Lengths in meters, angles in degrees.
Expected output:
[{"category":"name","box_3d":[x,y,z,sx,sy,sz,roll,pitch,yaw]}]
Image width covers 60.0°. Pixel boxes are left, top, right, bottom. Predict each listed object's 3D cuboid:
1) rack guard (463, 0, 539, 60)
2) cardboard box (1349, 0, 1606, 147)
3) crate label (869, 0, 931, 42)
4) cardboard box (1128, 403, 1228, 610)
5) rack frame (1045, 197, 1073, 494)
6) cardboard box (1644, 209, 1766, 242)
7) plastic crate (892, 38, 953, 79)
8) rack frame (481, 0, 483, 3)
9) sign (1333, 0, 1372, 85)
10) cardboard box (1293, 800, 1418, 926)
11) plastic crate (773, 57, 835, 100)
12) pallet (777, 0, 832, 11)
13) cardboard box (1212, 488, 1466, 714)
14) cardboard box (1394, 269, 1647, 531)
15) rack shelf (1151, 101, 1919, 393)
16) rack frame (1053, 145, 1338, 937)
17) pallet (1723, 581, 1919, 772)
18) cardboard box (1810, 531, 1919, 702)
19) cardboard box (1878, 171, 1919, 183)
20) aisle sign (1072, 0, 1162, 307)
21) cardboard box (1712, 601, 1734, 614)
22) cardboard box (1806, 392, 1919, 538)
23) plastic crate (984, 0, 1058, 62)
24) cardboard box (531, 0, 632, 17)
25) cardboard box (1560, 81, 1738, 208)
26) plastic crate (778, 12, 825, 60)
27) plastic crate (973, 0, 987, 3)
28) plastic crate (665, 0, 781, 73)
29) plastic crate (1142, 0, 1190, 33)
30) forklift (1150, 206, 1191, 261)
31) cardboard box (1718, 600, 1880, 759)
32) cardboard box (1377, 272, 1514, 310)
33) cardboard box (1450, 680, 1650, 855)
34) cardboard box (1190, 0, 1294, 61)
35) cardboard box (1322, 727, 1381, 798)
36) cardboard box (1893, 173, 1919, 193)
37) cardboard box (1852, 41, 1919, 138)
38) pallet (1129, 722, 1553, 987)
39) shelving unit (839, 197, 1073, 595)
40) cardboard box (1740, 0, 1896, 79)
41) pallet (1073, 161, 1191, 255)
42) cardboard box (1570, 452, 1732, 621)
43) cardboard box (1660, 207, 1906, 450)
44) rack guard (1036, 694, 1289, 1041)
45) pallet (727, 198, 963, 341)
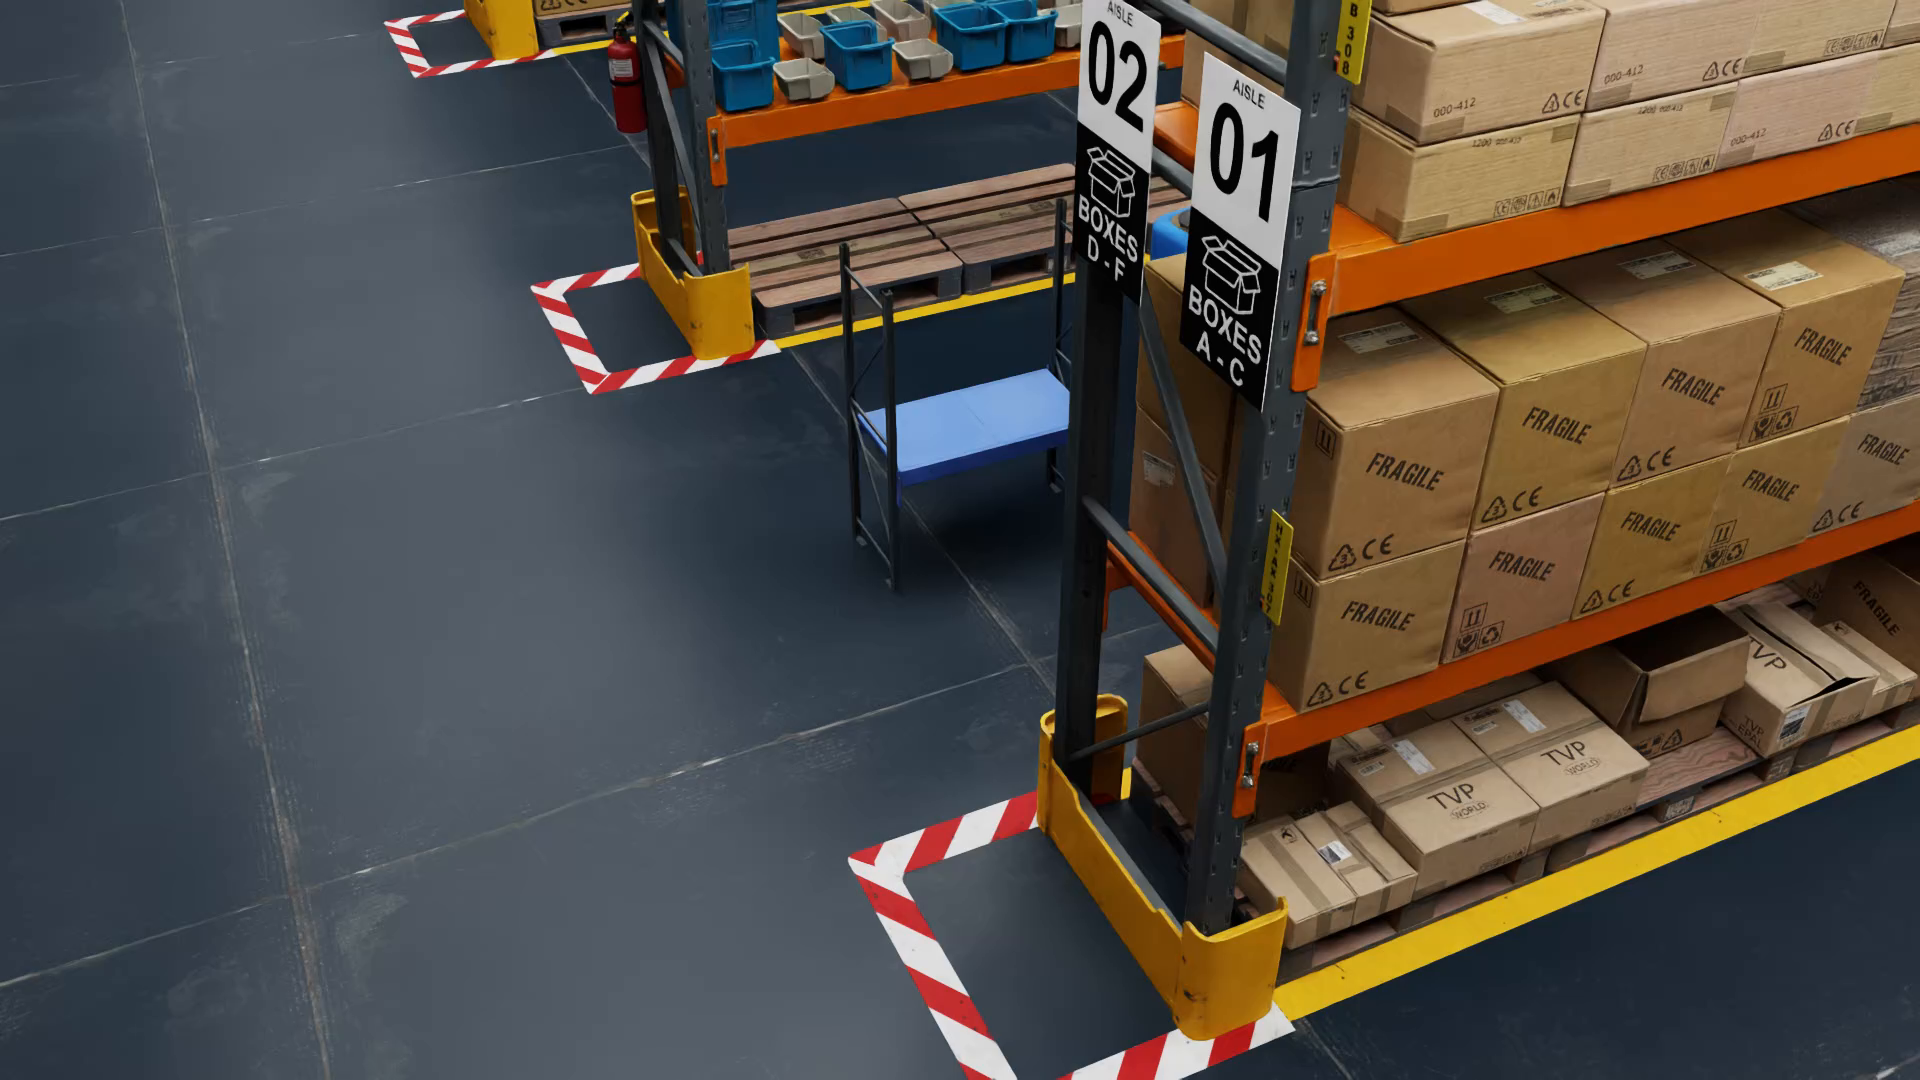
[{"category":"rack guard","box_3d":[-3.623,-4.203,12.997,0.348,0.500,1.175,-16,39,-20]},{"category":"cardboard box","box_3d":[1.180,-1.205,4.045,0.500,0.250,0.500,-16,39,-20]},{"category":"crate label","box_3d":[-0.326,-2.914,9.331,0.243,0.136,0.396,-16,39,-20]},{"category":"cardboard box","box_3d":[0.894,-0.170,5.378,0.500,0.500,0.500,-14,39,-19]},{"category":"rack frame","box_3d":[0.537,-0.753,7.506,0.032,1.500,0.500,-16,39,-20]},{"category":"cardboard box","box_3d":[2.279,-0.965,5.610,0.500,0.500,0.500,-14,39,-19]},{"category":"plastic crate","box_3d":[-0.194,-2.554,8.846,0.298,0.136,0.250,-16,39,-20]},{"category":"rack frame","box_3d":[-3.602,-5.213,12.261,0.127,3.000,1.000,-16,39,-20]},{"category":"sign","box_3d":[0.835,-1.133,3.508,0.005,0.325,0.100,-16,39,-20]},{"category":"cardboard box","box_3d":[1.355,1.107,5.748,0.250,0.166,0.380,-16,39,-20]},{"category":"plastic crate","box_3d":[-0.808,-2.382,8.614,0.298,0.136,0.250,-16,39,-20]},{"category":"pallet","box_3d":[-1.808,-4.644,13.835,1.213,0.211,1.003,-16,39,-20]},{"category":"cardboard box","box_3d":[1.118,0.120,4.987,0.500,0.500,0.500,-15,39,-19]},{"category":"cardboard box","box_3d":[1.588,-0.418,4.873,0.500,0.500,0.500,-15,39,-19]},{"category":"rack shelf","box_3d":[2.415,-1.292,5.060,4.000,0.370,1.077,-16,39,-20]},{"category":"rack frame","box_3d":[0.604,0.130,5.057,0.127,3.000,1.000,-16,39,-20]},{"category":"pallet","box_3d":[3.603,0.411,7.019,1.213,0.211,1.003,-16,39,-20]},{"category":"cardboard box","box_3d":[3.830,0.242,6.635,0.500,0.500,0.500,-16,39,-20]},{"category":"cardboard box","box_3d":[3.212,-1.226,5.962,0.500,0.500,0.500,-17,40,-21]},{"category":"aisle sign","box_3d":[0.412,-1.062,4.482,0.004,0.787,0.394,-16,39,-20]},{"category":"cardboard box","box_3d":[2.974,0.293,6.846,0.250,0.166,0.380,-16,39,-20]},{"category":"cardboard box","box_3d":[2.951,-0.395,5.681,0.500,0.500,0.500,-15,39,-19]},{"category":"plastic crate","box_3d":[0.330,-2.793,9.088,0.300,0.233,0.416,-16,39,-20]},{"category":"cardboard box","box_3d":[-3.056,-4.734,13.045,0.875,0.875,0.875,-16,39,-20]},{"category":"cardboard box","box_3d":[1.635,-1.127,4.360,0.500,0.250,0.500,-16,39,-20]},{"category":"plastic crate","box_3d":[-0.836,-2.764,9.130,0.243,0.136,0.396,-16,39,-20]},{"category":"plastic crate","box_3d":[0.253,-3.157,9.579,0.300,0.233,0.416,-16,39,-20]},{"category":"plastic crate","box_3d":[-1.273,-2.766,8.881,0.499,0.435,0.616,-16,39,-20]},{"category":"plastic crate","box_3d":[1.225,-3.040,9.511,0.590,0.125,0.437,-16,39,-20]},{"category":"forklift","box_3d":[2.434,-2.120,8.149,3.031,2.935,1.130,-21,42,-26]},{"category":"cardboard box","box_3d":[3.151,0.508,6.435,0.500,0.311,0.500,-16,39,-20]},{"category":"cardboard box","box_3d":[1.347,-0.701,5.254,0.500,0.500,0.500,-15,39,-19]},{"category":"cardboard box","box_3d":[2.122,0.820,6.065,0.500,0.250,0.500,-16,39,-20]},{"category":"cardboard box","box_3d":[0.961,-1.483,4.420,0.500,0.250,0.500,-16,39,-20]},{"category":"cardboard box","box_3d":[1.396,0.767,6.207,0.250,0.166,0.380,-16,39,-20]},{"category":"cardboard box","box_3d":[3.415,-0.926,5.557,0.500,0.500,0.500,-16,40,-21]},{"category":"cardboard box","box_3d":[2.537,-1.385,4.707,0.500,0.250,0.500,-16,39,-20]},{"category":"pallet","box_3d":[1.394,1.029,6.186,1.213,0.211,1.003,-16,39,-20]},{"category":"shelving unit","box_3d":[0.077,-0.624,7.332,1.048,1.500,0.538,-16,39,-20]},{"category":"cardboard box","box_3d":[2.085,-1.458,4.386,0.500,0.250,0.500,-16,39,-20]},{"category":"pallet","box_3d":[1.475,-2.228,10.576,1.213,0.211,1.003,-16,39,-20]},{"category":"cardboard box","box_3d":[2.038,-0.139,5.336,0.500,0.500,0.500,-16,39,-20]},{"category":"cardboard box","box_3d":[2.502,-0.671,5.214,0.500,0.500,0.500,-16,39,-20]},{"category":"rack guard","box_3d":[0.673,1.115,5.827,0.348,0.500,1.175,-16,39,-20]},{"category":"pallet","box_3d":[-0.734,-1.610,9.744,1.213,0.211,1.003,-16,39,-20]}]
